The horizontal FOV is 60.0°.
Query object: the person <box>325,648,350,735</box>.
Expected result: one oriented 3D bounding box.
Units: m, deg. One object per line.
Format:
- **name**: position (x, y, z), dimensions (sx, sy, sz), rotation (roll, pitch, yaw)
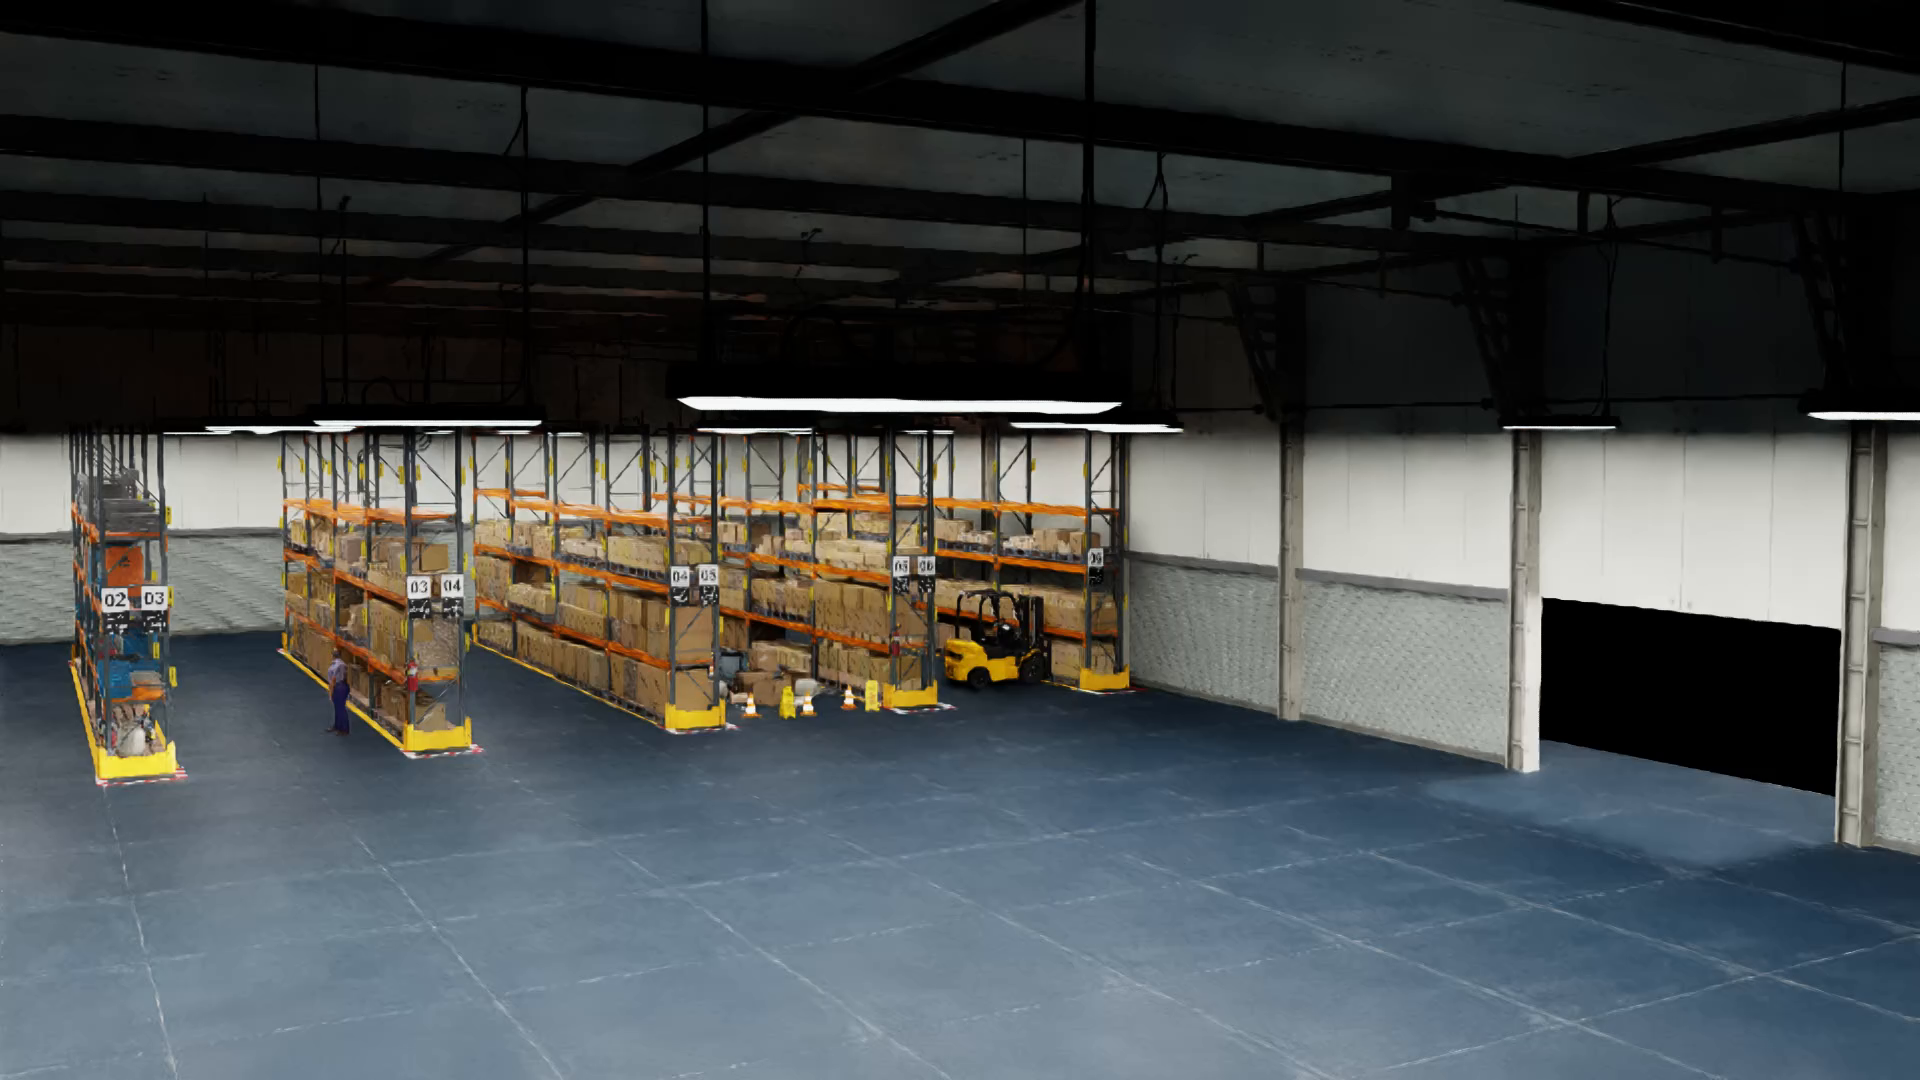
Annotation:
- **person**: position (-12.017, 2.916, 32.057), dimensions (0.554, 1.629, 0.597), rotation (0, 4, -1)
